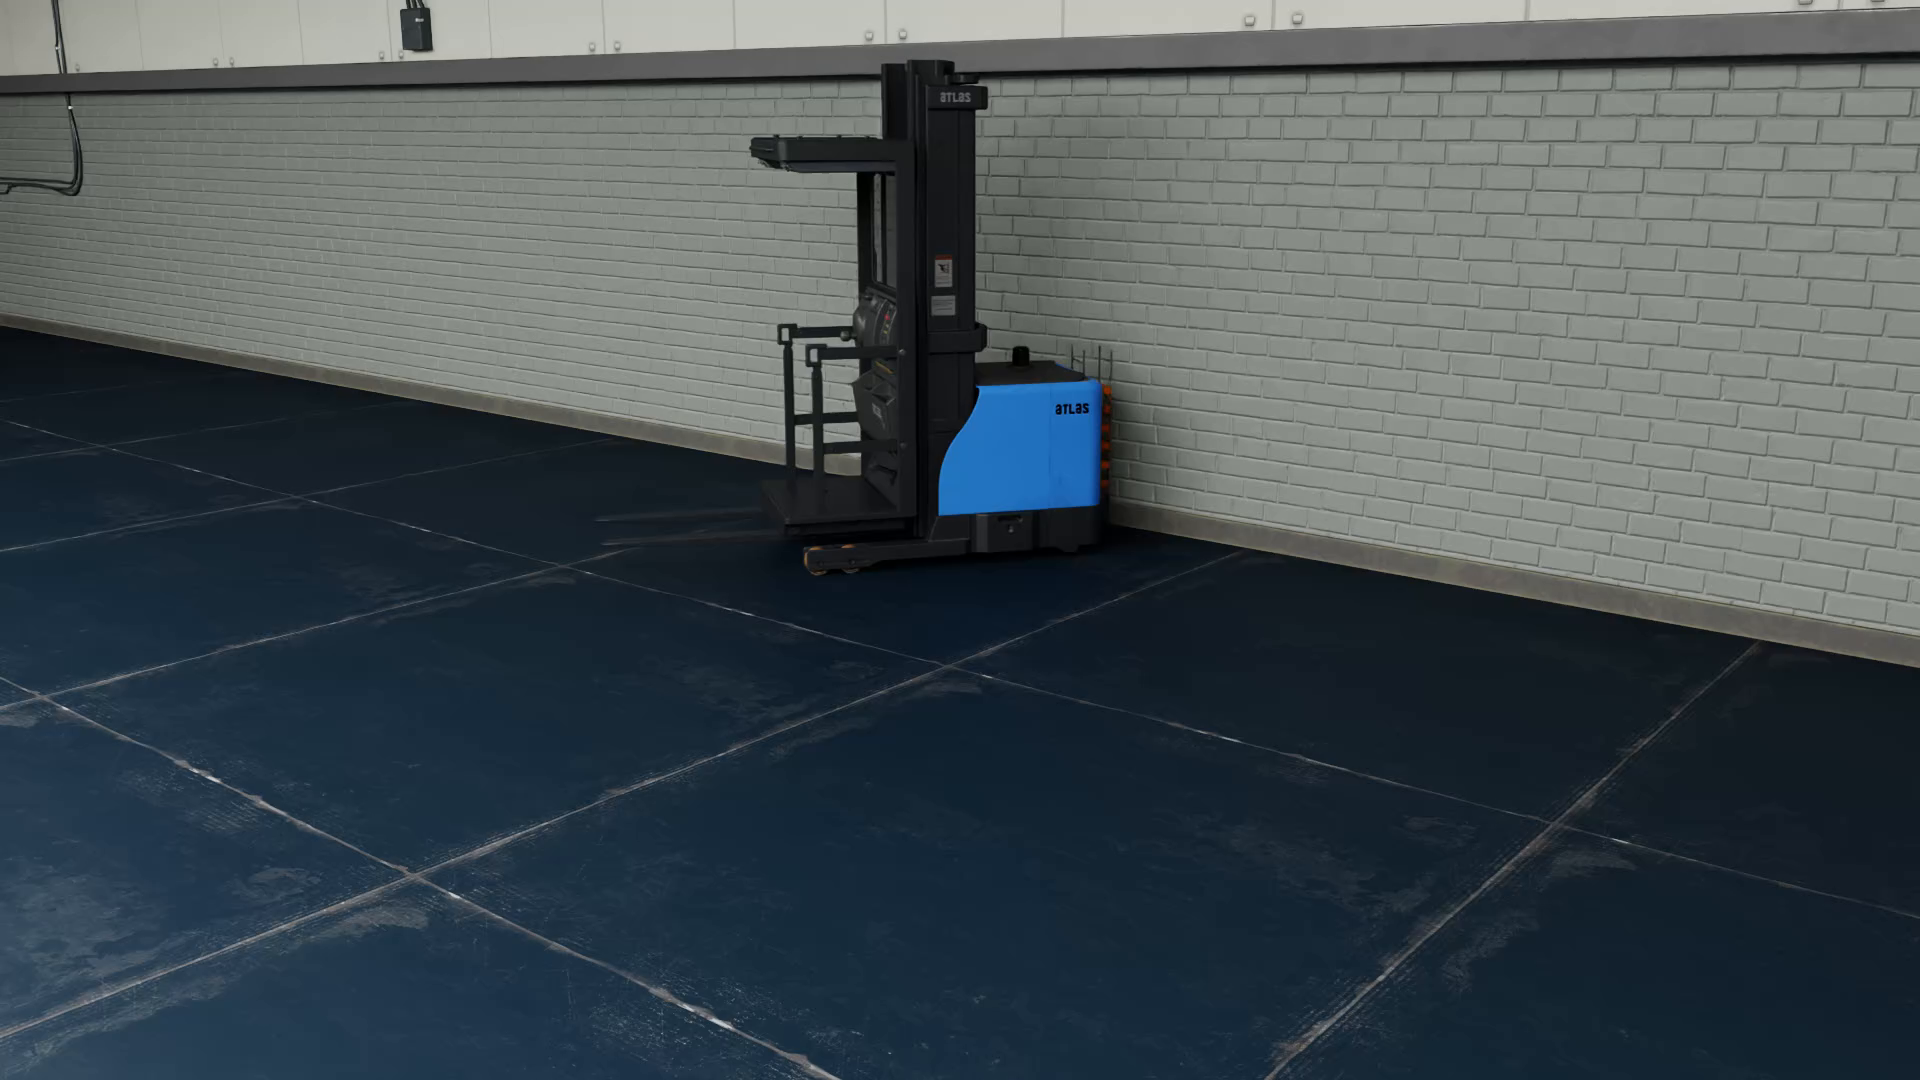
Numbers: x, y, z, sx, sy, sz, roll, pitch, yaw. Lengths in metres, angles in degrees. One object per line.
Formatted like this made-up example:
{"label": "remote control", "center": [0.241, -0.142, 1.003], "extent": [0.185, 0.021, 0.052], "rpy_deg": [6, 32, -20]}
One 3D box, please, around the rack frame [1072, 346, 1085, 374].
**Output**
{"label": "rack frame", "center": [0.751, -0.636, 10.688], "extent": [0.006, 1.200, 0.240], "rpy_deg": [-4, 15, -15]}

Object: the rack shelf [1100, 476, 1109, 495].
{"label": "rack shelf", "center": [0.839, -0.366, 10.782], "extent": [0.180, 0.103, 0.258], "rpy_deg": [-4, 15, -15]}

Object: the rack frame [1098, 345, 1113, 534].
{"label": "rack frame", "center": [0.927, -0.648, 10.735], "extent": [0.006, 1.200, 0.240], "rpy_deg": [-4, 15, -15]}

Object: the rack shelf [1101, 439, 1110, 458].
{"label": "rack shelf", "center": [0.839, -0.599, 10.723], "extent": [0.180, 0.103, 0.258], "rpy_deg": [-4, 15, -15]}

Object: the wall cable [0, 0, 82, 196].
{"label": "wall cable", "center": [-11.430, -5.430, 20.028], "extent": [3.097, 2.526, 0.112], "rpy_deg": [11, 18, 38]}

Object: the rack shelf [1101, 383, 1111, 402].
{"label": "rack shelf", "center": [0.839, -0.947, 10.634], "extent": [0.180, 0.103, 0.258], "rpy_deg": [-4, 15, -15]}

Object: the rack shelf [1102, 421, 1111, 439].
{"label": "rack shelf", "center": [0.839, -0.715, 10.693], "extent": [0.180, 0.103, 0.258], "rpy_deg": [-4, 15, -15]}

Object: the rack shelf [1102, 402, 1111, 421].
{"label": "rack shelf", "center": [0.839, -0.831, 10.664], "extent": [0.180, 0.103, 0.258], "rpy_deg": [-4, 15, -15]}

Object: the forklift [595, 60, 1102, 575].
{"label": "forklift", "center": [-0.697, -1.356, 10.010], "extent": [3.031, 2.935, 1.130], "rpy_deg": [-4, 15, -15]}

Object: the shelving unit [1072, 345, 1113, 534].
{"label": "shelving unit", "center": [0.839, -0.642, 10.712], "extent": [0.189, 1.200, 0.258], "rpy_deg": [-4, 15, -15]}

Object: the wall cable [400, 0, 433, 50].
{"label": "wall cable", "center": [-4.056, -7.111, 13.432], "extent": [2.305, 6.003, 0.169], "rpy_deg": [11, 18, 38]}

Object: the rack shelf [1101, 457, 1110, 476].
{"label": "rack shelf", "center": [0.839, -0.482, 10.752], "extent": [0.180, 0.103, 0.258], "rpy_deg": [-4, 15, -15]}
